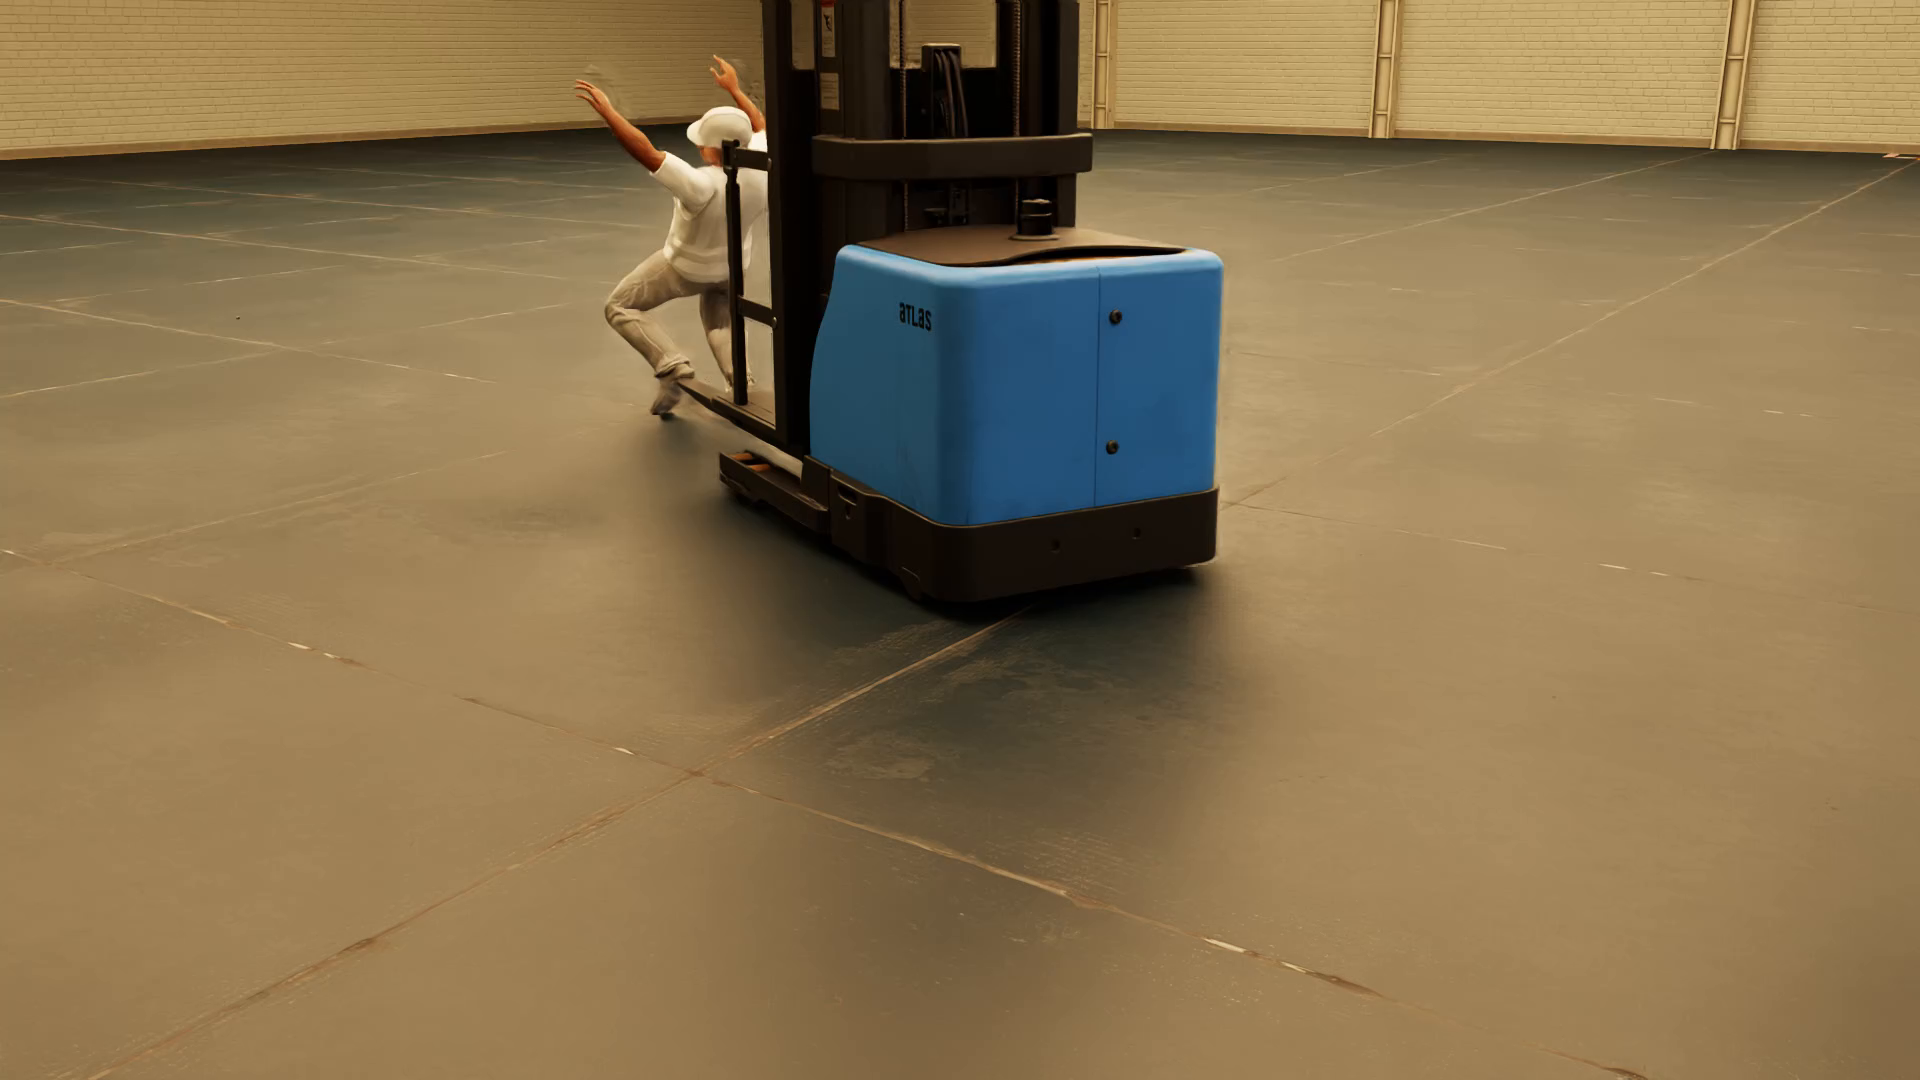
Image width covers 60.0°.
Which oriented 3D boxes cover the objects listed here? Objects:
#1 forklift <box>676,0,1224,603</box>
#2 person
[{"bbox_3d":[-0.289,-1.586,6.137,1.130,2.935,3.031,-9,19,-27],"label":"forklift"},{"bbox_3d":[-1.297,-1.382,7.720,1.071,1.667,0.810,-15,22,-40],"label":"person"}]
